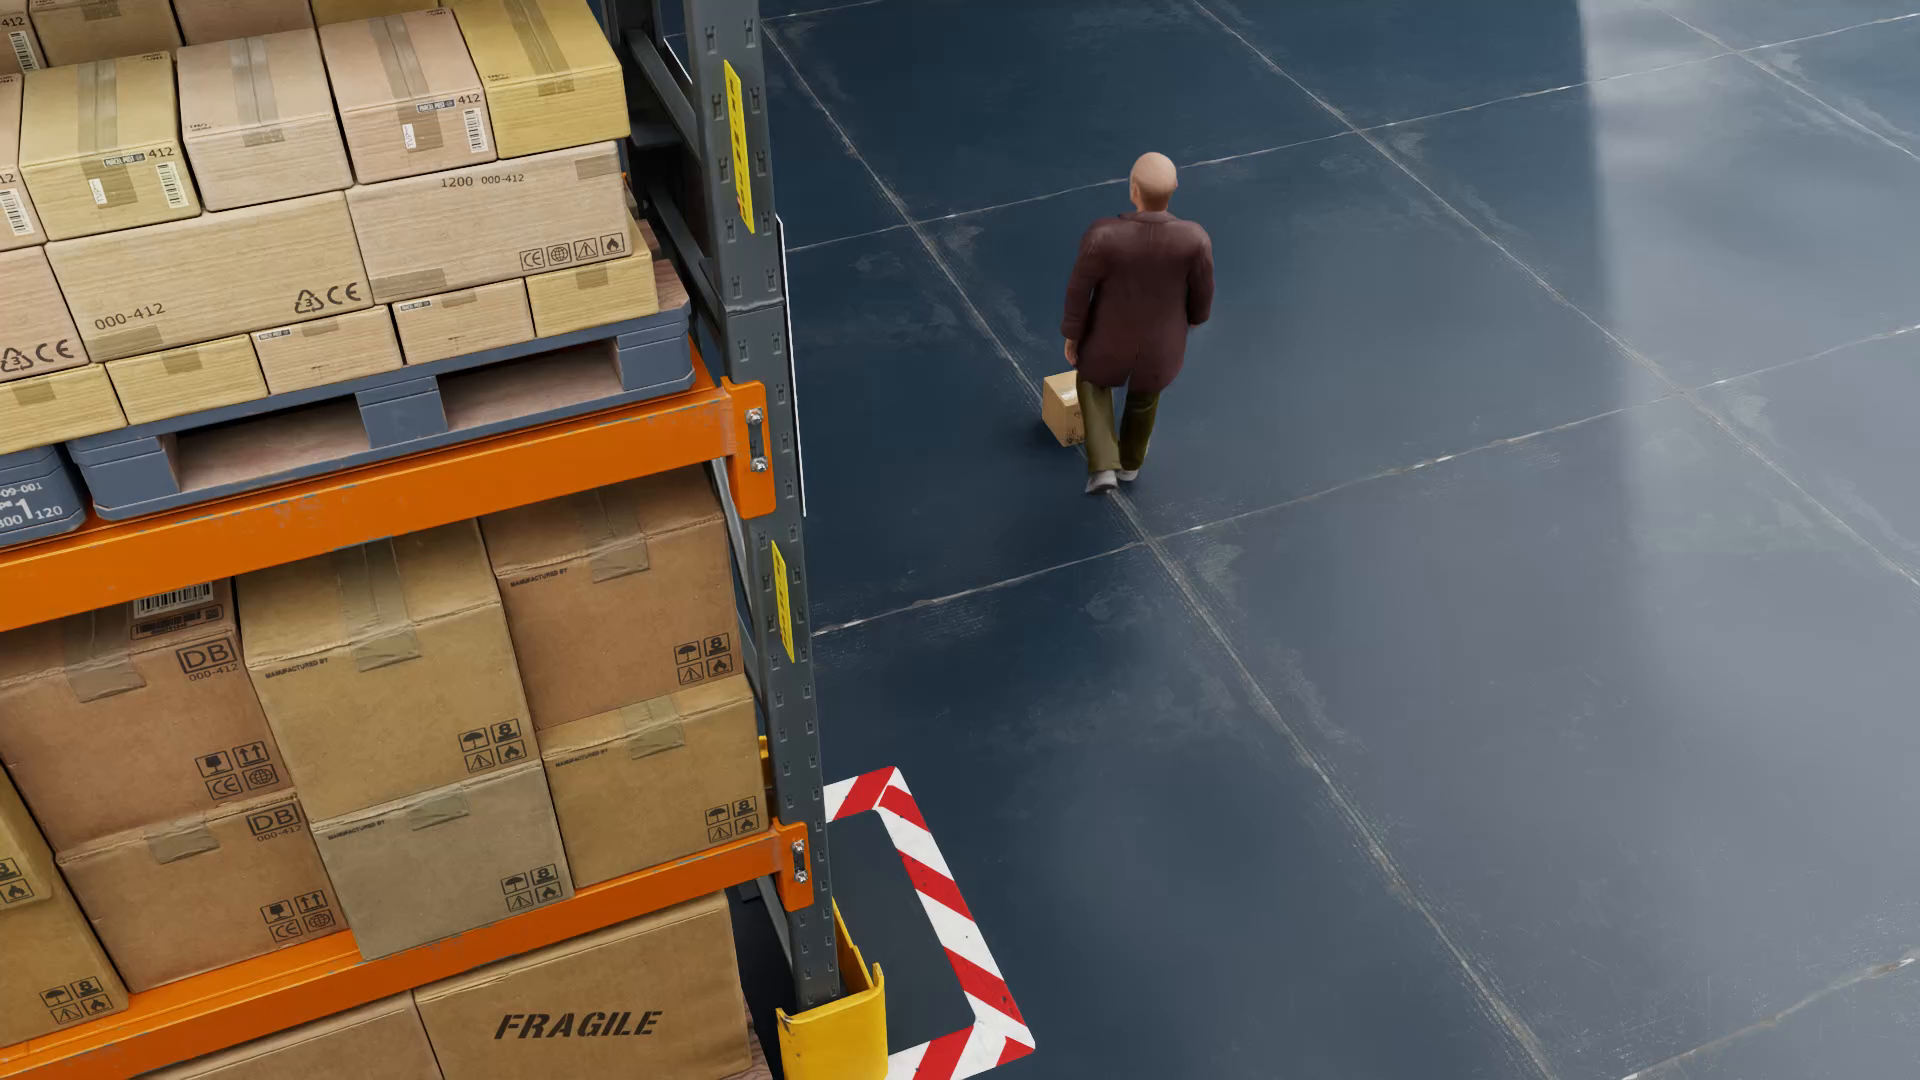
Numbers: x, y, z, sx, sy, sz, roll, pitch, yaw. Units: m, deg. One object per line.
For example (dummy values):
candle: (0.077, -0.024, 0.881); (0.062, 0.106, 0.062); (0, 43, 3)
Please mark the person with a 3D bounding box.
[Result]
person: (0.758, -0.857, 7.295); (0.654, 1.559, 0.722); (1, 41, 1)
